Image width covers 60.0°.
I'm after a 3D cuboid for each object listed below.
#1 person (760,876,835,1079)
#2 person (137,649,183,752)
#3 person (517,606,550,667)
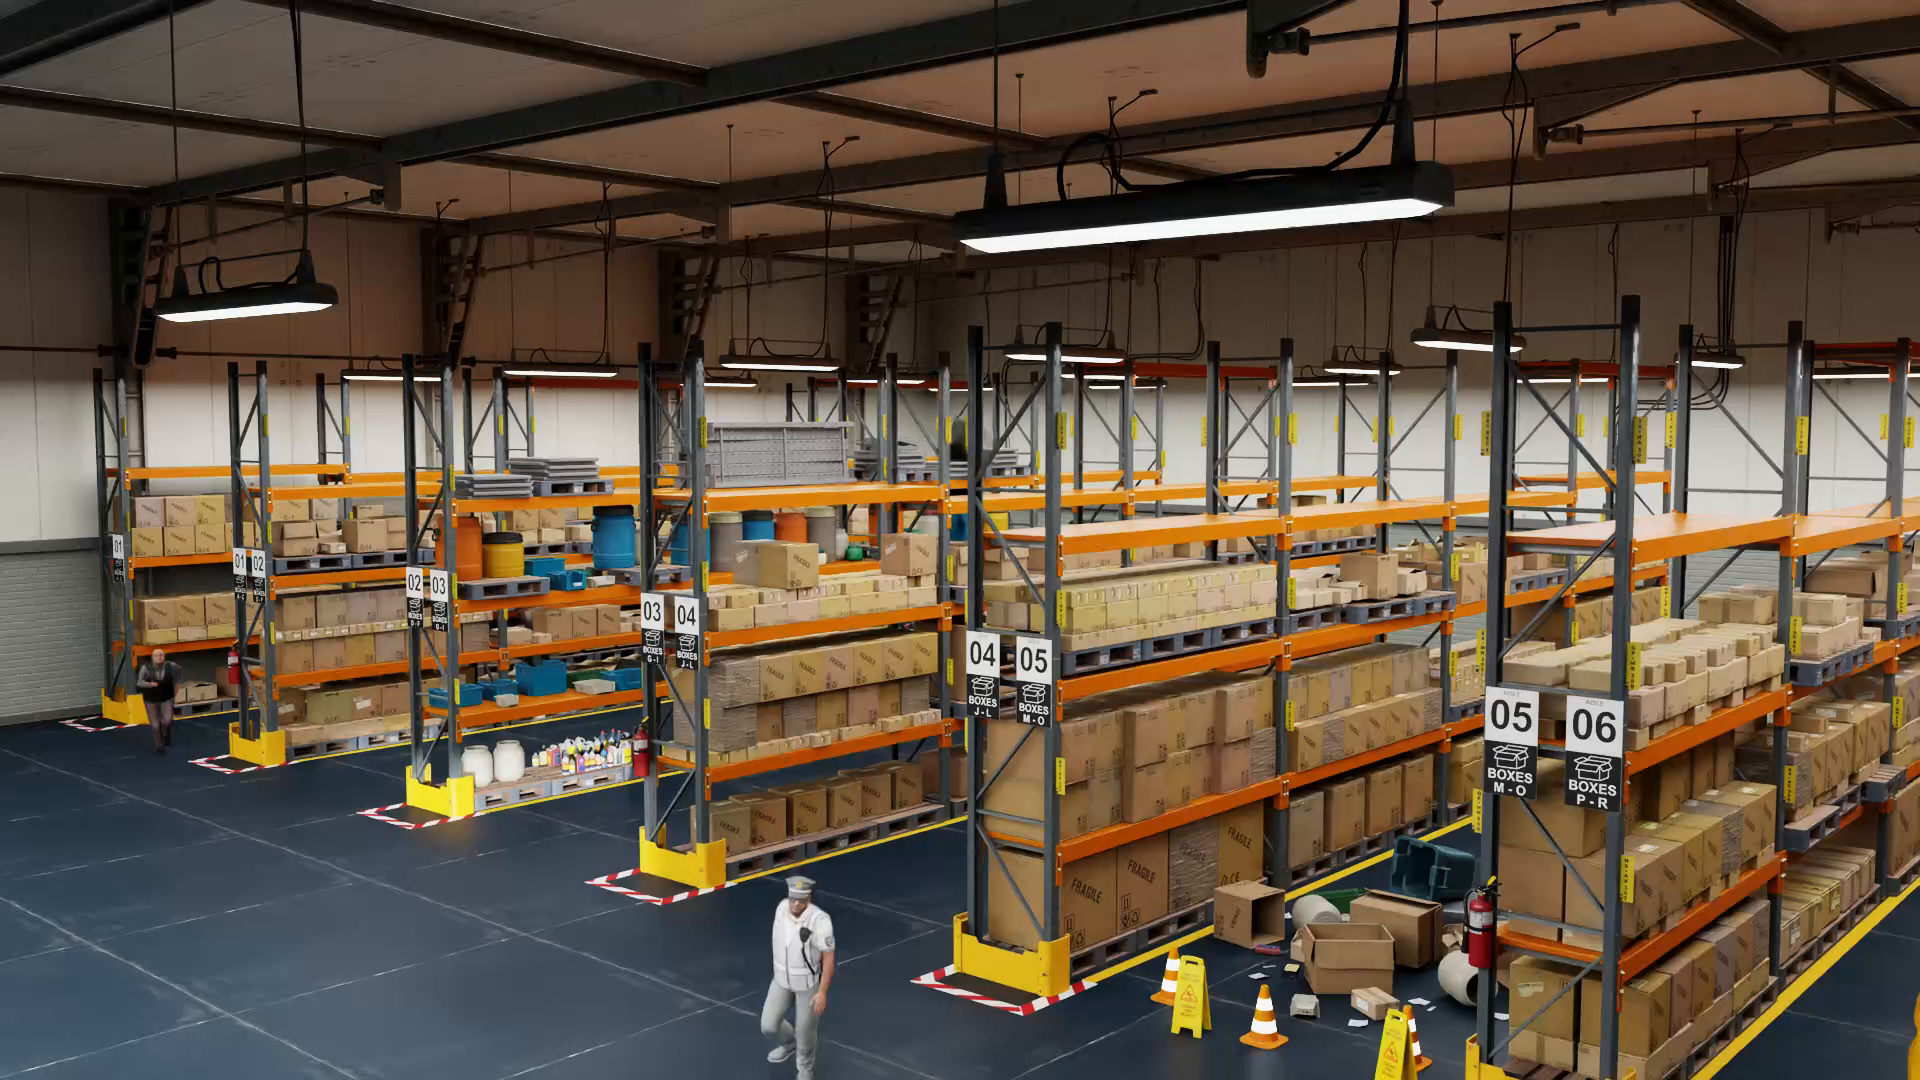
[{"bbox_3d":[-1.240,3.378,12.822,0.713,1.705,0.605,2,5,22],"label":"person"},{"bbox_3d":[-12.201,2.463,25.395,0.635,1.641,0.795,-2,5,-26],"label":"person"},{"bbox_3d":[-8.333,2.037,32.595,0.720,1.562,0.900,0,4,-6],"label":"person"}]
